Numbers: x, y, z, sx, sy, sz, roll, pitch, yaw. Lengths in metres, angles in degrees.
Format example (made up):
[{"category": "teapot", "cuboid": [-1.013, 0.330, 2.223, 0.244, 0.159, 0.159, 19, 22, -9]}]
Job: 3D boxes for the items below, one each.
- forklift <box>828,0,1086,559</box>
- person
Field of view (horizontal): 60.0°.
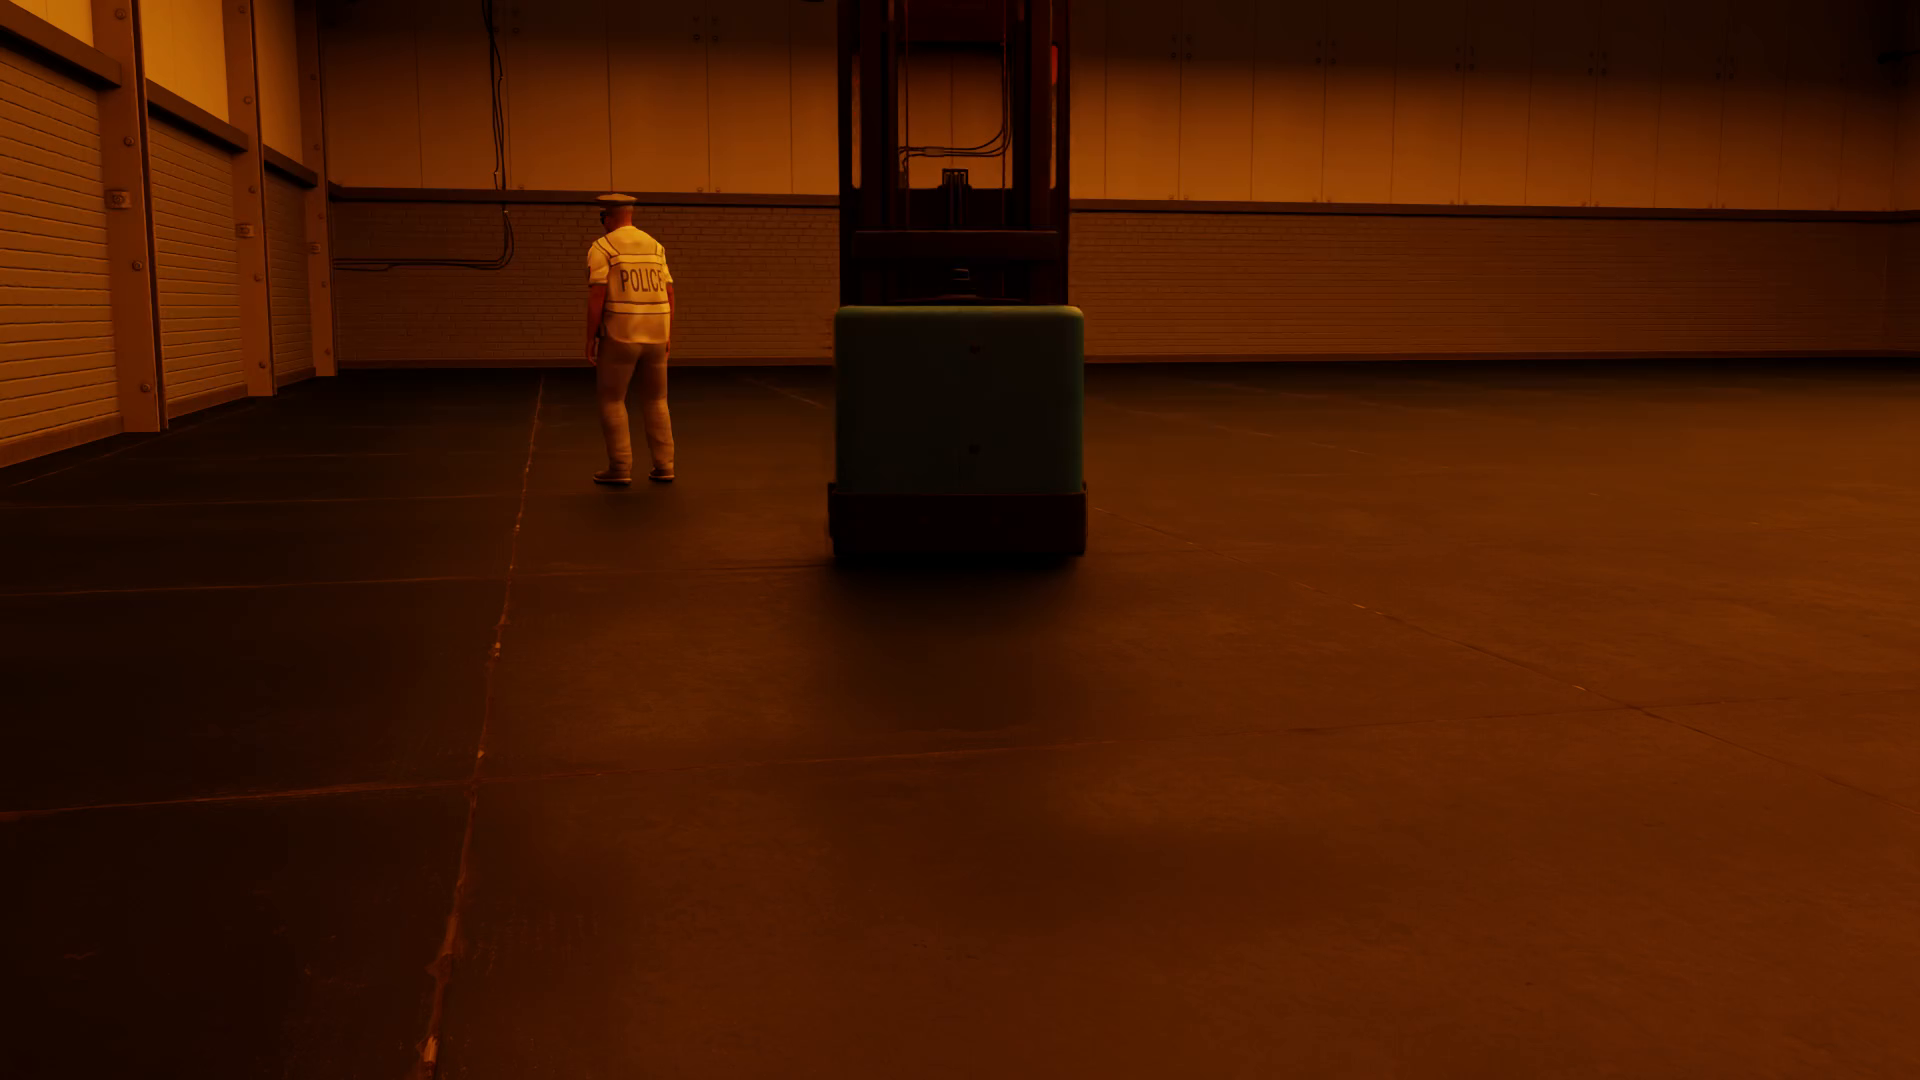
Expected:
[{"category": "forklift", "cuboid": [-0.034, -1.539, 8.131, 1.130, 2.935, 3.031, 0, 8, -1]}, {"category": "person", "cuboid": [-1.998, -1.220, 10.121, 0.600, 1.745, 0.443, -7, 10, -39]}]
